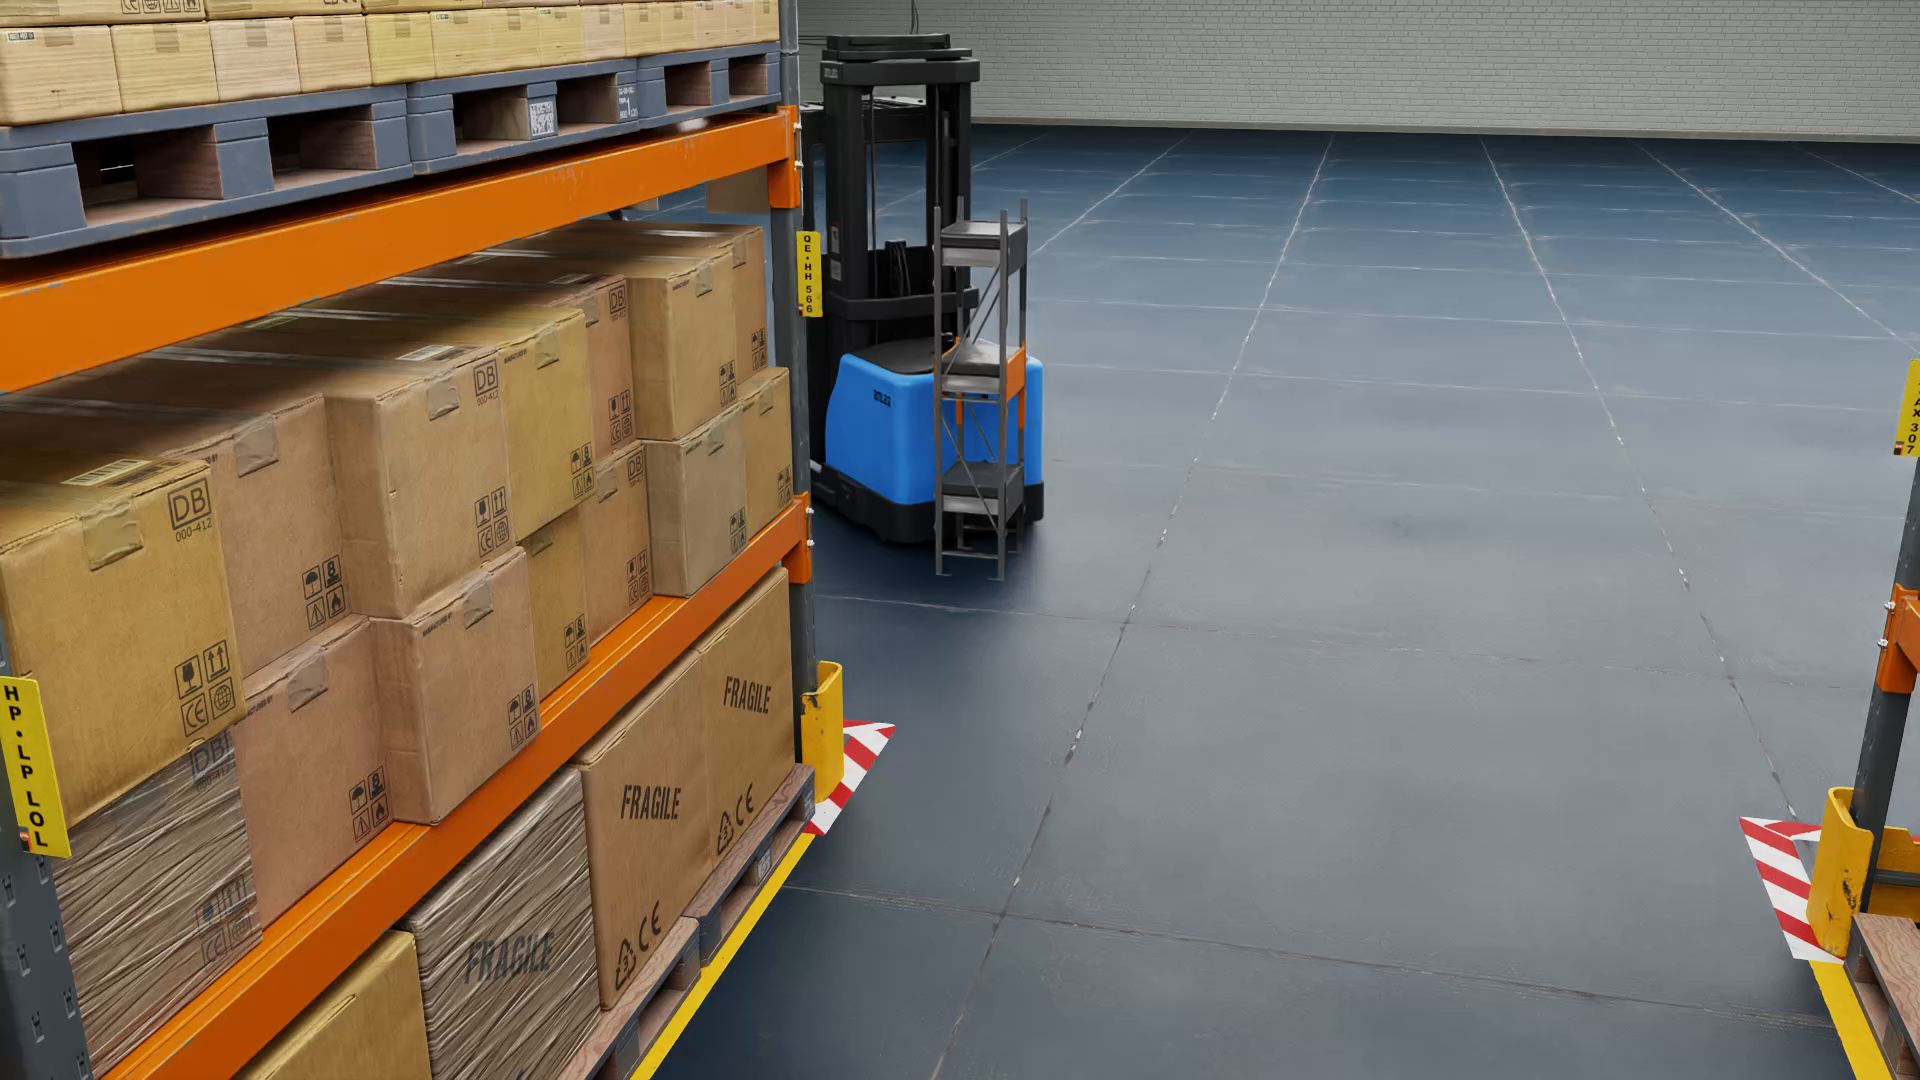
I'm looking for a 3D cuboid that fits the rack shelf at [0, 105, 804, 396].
[{"bbox_3d":[-1.591,-0.856,4.526,1.077,0.370,4.000,5,19,13],"label":"rack shelf"}]

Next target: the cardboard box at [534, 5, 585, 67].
[{"bbox_3d":[-1.228,-1.342,4.419,0.380,0.149,0.250,5,19,14],"label":"cardboard box"}]

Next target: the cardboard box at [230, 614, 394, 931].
[{"bbox_3d":[-1.889,0.488,3.886,0.875,0.550,0.550,5,19,13],"label":"cardboard box"}]

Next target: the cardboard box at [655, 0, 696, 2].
[{"bbox_3d":[-1.074,-1.807,5.165,0.500,0.250,0.500,5,19,13],"label":"cardboard box"}]

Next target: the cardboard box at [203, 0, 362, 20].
[{"bbox_3d":[-1.567,-1.175,3.314,0.500,0.250,0.500,4,19,13],"label":"cardboard box"}]

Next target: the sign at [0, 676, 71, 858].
[{"bbox_3d":[-1.551,0.379,2.768,0.100,0.325,0.005,5,19,13],"label":"sign"}]

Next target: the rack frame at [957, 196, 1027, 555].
[{"bbox_3d":[0.179,-0.924,9.646,0.400,2.100,0.015,5,19,14],"label":"rack frame"}]

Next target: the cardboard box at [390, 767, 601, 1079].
[{"bbox_3d":[-1.641,1.182,4.724,0.875,0.875,0.875,5,19,14],"label":"cardboard box"}]

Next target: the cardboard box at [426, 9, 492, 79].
[{"bbox_3d":[-1.352,-1.184,3.956,0.380,0.149,0.250,5,19,13],"label":"cardboard box"}]

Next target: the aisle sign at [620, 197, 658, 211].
[{"bbox_3d":[-1.376,-1.680,6.444,0.394,0.787,0.004,5,19,13],"label":"aisle sign"}]

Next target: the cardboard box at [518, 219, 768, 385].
[{"bbox_3d":[-1.230,-0.873,6.200,0.875,0.550,0.550,5,19,13],"label":"cardboard box"}]

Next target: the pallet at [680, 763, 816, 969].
[{"bbox_3d":[-1.222,1.172,6.429,1.003,0.211,1.213,5,19,13],"label":"pallet"}]

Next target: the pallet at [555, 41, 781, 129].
[{"bbox_3d":[-1.273,-1.548,5.576,1.003,0.211,1.213,5,19,13],"label":"pallet"}]

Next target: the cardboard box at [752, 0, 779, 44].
[{"bbox_3d":[-0.855,-1.820,5.818,0.380,0.149,0.250,5,19,13],"label":"cardboard box"}]

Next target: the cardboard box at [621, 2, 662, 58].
[{"bbox_3d":[-1.104,-1.501,4.884,0.380,0.149,0.250,4,19,13],"label":"cardboard box"}]

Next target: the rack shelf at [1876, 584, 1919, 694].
[{"bbox_3d":[3.194,0.987,3.771,1.077,0.370,4.000,5,19,13],"label":"rack shelf"}]

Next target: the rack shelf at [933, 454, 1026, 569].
[{"bbox_3d":[0.118,-0.173,9.653,0.431,0.518,0.480,5,19,14],"label":"rack shelf"}]

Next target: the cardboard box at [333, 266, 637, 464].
[{"bbox_3d":[-1.544,-0.528,5.191,0.875,0.550,0.550,5,19,13],"label":"cardboard box"}]

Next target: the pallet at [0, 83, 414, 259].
[{"bbox_3d":[-1.869,-0.783,3.337,1.003,0.211,1.213,5,19,13],"label":"pallet"}]

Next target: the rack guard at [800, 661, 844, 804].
[{"bbox_3d":[-1.096,0.771,7.156,1.175,0.500,0.348,5,19,13],"label":"rack guard"}]

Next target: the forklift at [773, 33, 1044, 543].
[{"bbox_3d":[-0.636,-1.795,10.910,1.130,2.935,3.031,-10,21,-27],"label":"forklift"}]

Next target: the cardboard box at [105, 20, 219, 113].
[{"bbox_3d":[-1.600,-0.866,3.025,0.380,0.149,0.250,5,19,14],"label":"cardboard box"}]

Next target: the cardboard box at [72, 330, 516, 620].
[{"bbox_3d":[-1.669,-0.185,4.186,0.875,0.550,0.550,5,19,13],"label":"cardboard box"}]

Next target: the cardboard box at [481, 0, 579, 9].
[{"bbox_3d":[-1.321,-1.492,4.242,0.500,0.250,0.500,5,19,14],"label":"cardboard box"}]

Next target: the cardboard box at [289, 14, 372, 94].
[{"bbox_3d":[-1.476,-1.022,3.483,0.380,0.149,0.250,4,19,13],"label":"cardboard box"}]

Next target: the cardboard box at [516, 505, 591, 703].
[{"bbox_3d":[-1.610,0.154,4.864,0.875,0.550,0.500,5,19,13],"label":"cardboard box"}]

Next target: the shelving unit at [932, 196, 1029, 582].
[{"bbox_3d":[0.118,-0.848,9.422,0.431,2.100,0.503,5,19,14],"label":"shelving unit"}]

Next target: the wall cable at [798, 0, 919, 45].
[{"bbox_3d":[-2.453,-12.599,37.954,3.097,2.526,0.112,5,19,13],"label":"wall cable"}]

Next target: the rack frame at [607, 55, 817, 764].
[{"bbox_3d":[-1.102,-0.404,6.730,1.000,3.000,0.127,5,19,13],"label":"rack frame"}]

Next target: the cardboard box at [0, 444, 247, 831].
[{"bbox_3d":[-1.956,0.155,3.191,0.875,0.550,0.550,5,19,13],"label":"cardboard box"}]

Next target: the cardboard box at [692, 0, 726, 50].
[{"bbox_3d":[-0.979,-1.660,5.351,0.380,0.149,0.250,5,19,14],"label":"cardboard box"}]

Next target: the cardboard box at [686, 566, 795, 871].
[{"bbox_3d":[-1.204,0.620,6.368,0.875,0.875,0.875,5,19,14],"label":"cardboard box"}]

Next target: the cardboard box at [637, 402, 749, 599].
[{"bbox_3d":[-1.262,-0.181,5.845,0.875,0.550,0.550,5,19,13],"label":"cardboard box"}]
